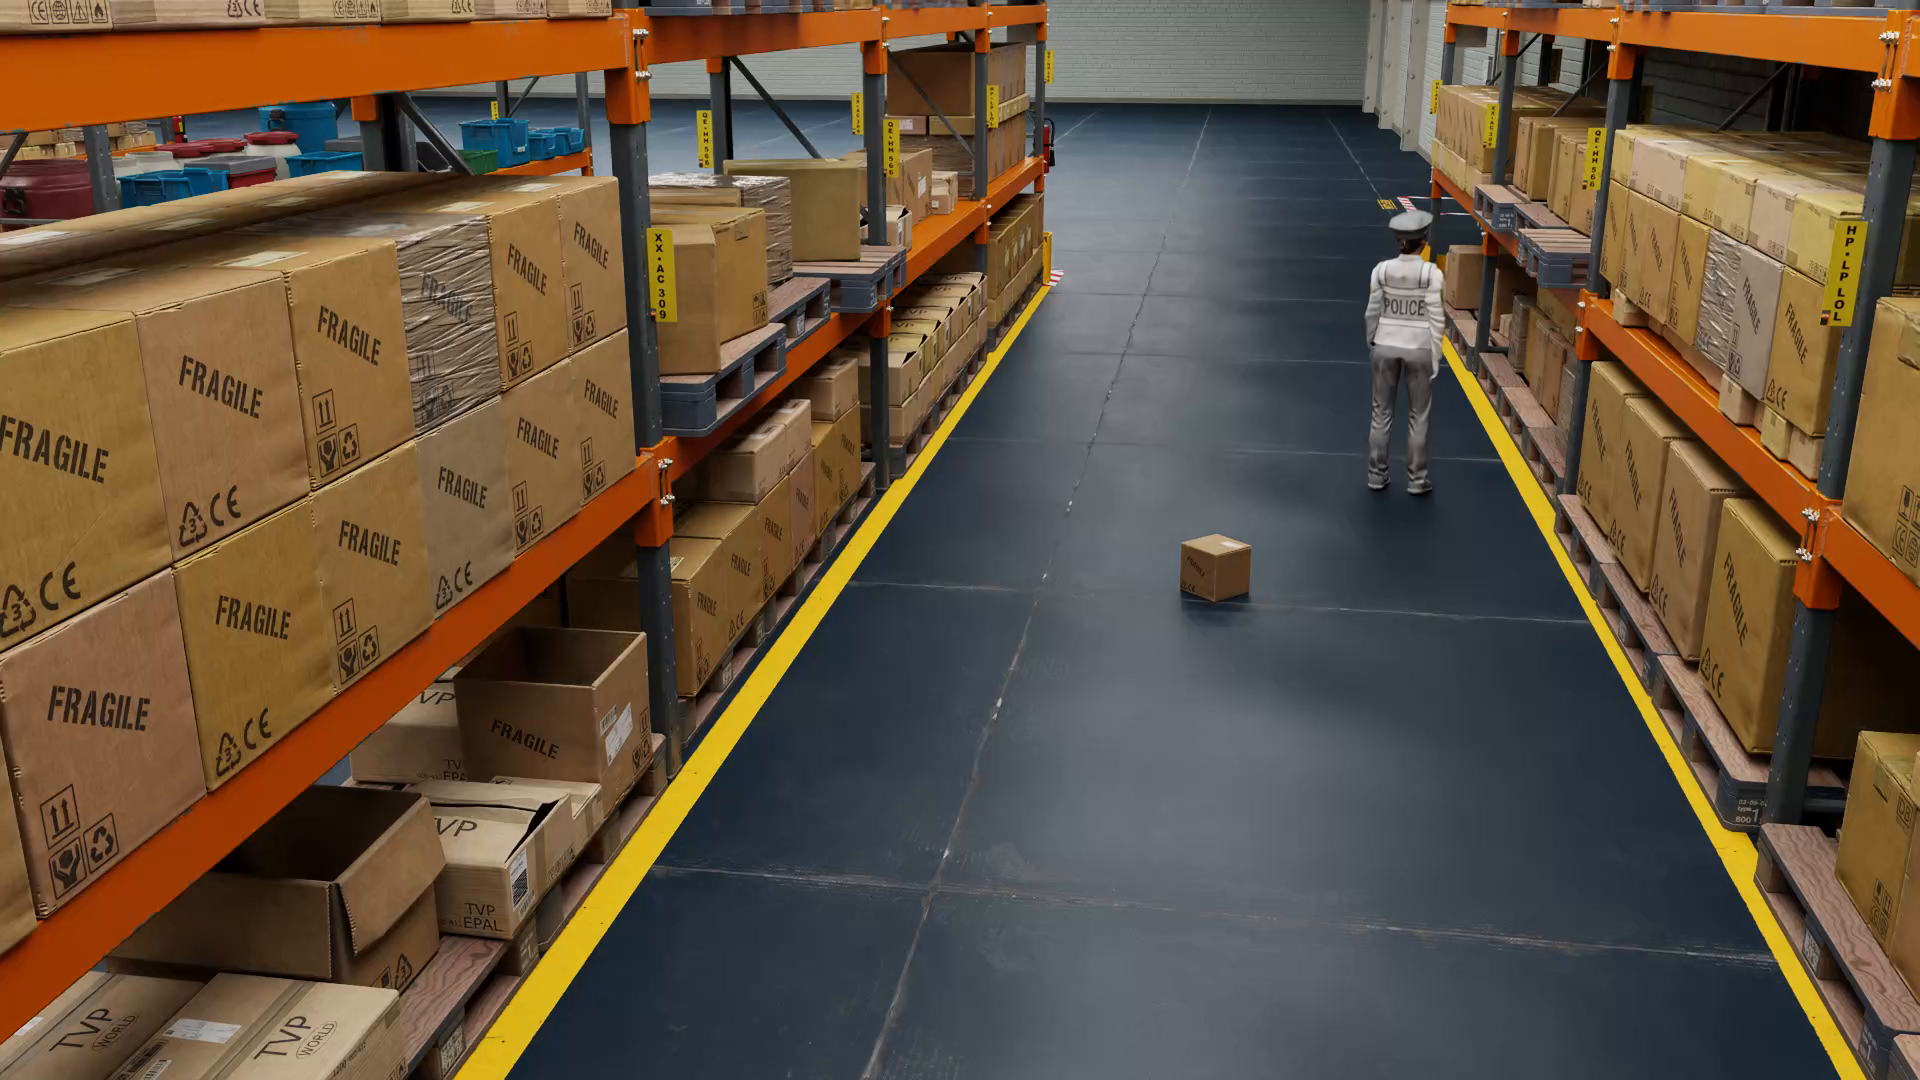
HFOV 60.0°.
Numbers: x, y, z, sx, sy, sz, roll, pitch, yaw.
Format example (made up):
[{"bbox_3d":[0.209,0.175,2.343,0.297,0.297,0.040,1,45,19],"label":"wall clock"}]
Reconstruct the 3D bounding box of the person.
[{"bbox_3d":[2.638,-1.098,9.885,0.458,1.694,0.367,9,20,26],"label":"person"}]
